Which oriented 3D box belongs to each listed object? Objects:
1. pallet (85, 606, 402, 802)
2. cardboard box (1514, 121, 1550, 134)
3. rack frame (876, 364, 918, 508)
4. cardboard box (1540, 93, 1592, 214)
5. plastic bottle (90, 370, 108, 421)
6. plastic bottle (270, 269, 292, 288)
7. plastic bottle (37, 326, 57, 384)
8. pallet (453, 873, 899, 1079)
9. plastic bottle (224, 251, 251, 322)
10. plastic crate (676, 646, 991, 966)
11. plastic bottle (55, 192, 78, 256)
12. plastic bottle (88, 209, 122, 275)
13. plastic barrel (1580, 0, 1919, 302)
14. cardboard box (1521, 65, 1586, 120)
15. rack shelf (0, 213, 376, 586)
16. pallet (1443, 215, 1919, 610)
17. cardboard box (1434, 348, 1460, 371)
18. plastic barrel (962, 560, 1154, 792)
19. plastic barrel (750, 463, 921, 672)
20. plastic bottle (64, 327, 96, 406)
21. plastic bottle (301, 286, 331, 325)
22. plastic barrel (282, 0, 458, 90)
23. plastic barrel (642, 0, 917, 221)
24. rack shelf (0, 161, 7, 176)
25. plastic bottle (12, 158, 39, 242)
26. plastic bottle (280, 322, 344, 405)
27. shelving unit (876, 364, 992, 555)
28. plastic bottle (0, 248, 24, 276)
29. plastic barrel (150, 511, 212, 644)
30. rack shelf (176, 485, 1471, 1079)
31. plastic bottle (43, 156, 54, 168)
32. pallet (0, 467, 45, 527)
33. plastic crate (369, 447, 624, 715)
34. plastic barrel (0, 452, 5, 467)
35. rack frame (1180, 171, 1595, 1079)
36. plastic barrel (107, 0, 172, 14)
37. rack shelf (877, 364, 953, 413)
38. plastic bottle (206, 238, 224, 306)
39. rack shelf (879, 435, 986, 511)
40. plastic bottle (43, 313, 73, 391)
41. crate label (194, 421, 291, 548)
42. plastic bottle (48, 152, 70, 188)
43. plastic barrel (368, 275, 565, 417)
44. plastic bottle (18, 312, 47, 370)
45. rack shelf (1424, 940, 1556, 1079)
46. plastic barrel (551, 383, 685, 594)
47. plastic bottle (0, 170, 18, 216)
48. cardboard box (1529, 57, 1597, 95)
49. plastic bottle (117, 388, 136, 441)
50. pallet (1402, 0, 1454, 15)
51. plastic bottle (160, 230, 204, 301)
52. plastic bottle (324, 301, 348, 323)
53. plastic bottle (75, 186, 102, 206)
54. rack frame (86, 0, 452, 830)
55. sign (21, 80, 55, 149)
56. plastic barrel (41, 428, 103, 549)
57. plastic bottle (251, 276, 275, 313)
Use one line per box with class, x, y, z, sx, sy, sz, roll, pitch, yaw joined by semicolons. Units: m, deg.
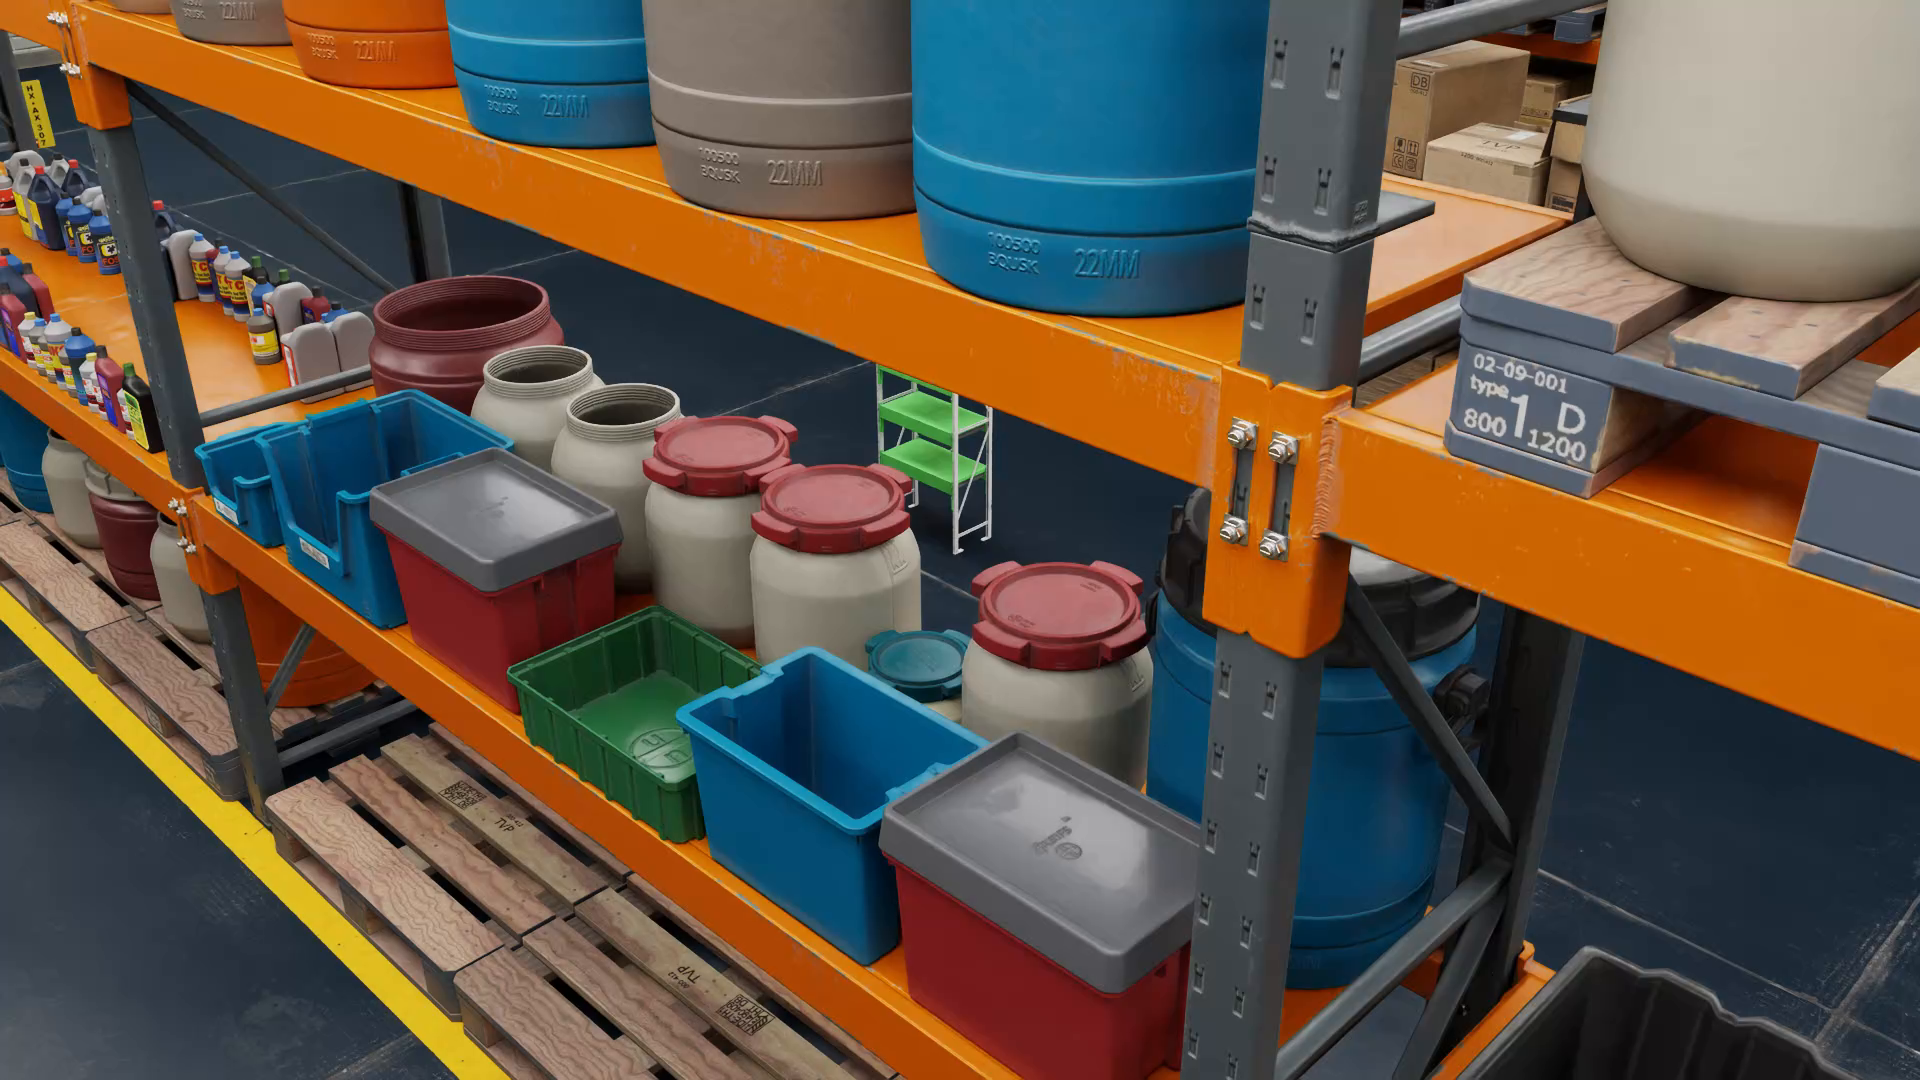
pallet;-2.701;0.493;6.586;1.213;0.211;1.003;25;36;38
cardboard box;2.742;-1.814;7.670;0.258;0.266;0.396;23;36;37
rack frame;-0.292;-0.665;7.725;0.015;1.200;0.240;25;36;38
cardboard box;2.915;-1.603;7.014;0.797;0.503;0.637;-21;34;-34
plastic bottle;-2.931;-0.520;5.729;0.097;0.201;0.097;0;28;0
plastic bottle;-2.585;-0.905;6.373;0.133;0.283;0.061;25;36;38
plastic bottle;-3.278;-0.679;6.031;0.097;0.201;0.097;0;28;0
pallet;-0.718;1.400;4.861;1.213;0.211;1.003;25;36;38
plastic bottle;-2.844;-1.006;6.579;0.097;0.271;0.097;0;28;0
plastic crate;-0.262;0.557;3.484;0.575;0.384;0.392;25;36;38
plastic bottle;-3.908;-1.394;7.316;0.097;0.271;0.097;0;28;0
plastic bottle;-3.646;-1.274;7.089;0.097;0.271;0.097;0;28;0
plastic barrel;0.912;-0.550;1.779;0.421;0.512;0.421;0;28;0
cardboard box;4.241;-3.303;12.237;0.500;0.250;0.500;24;36;37
rack shelf;-3.535;-0.832;6.883;4.000;0.370;1.077;25;36;38
pallet;1.326;-0.234;1.952;1.003;0.211;1.213;25;36;38
cardboard box;2.669;-0.659;7.993;0.700;0.500;0.500;-22;35;-35
plastic barrel;0.215;0.362;3.693;0.433;0.535;0.433;0;28;0
plastic barrel;-0.308;0.122;4.148;0.433;0.535;0.433;0;28;0
plastic bottle;-3.070;-0.614;5.833;0.097;0.271;0.097;0;28;0
plastic bottle;-2.393;-0.817;6.207;0.133;0.283;0.061;25;36;38
plastic barrel;-1.209;-1.463;3.624;0.708;0.830;0.600;25;36;38
plastic barrel;-0.238;-1.050;2.762;0.600;0.901;0.600;0;28;0
rack shelf;-6.388;-2.138;9.365;4.000;0.370;1.077;25;36;38
plastic bottle;-4.178;-1.542;7.513;0.185;0.351;0.144;25;36;38
plastic bottle;-2.298;-0.641;5.880;0.135;0.276;0.152;25;36;38
shelving unit;-0.118;-0.585;7.573;0.503;1.200;0.258;25;36;38
plastic bottle;-3.769;-1.029;6.621;0.097;0.271;0.097;0;28;0
plastic barrel;-2.935;0.109;6.543;0.421;0.512;0.421;0;28;0
rack shelf;-0.683;0.473;4.401;4.000;0.370;1.077;25;36;38
plastic bottle;-4.257;-1.670;7.828;0.133;0.283;0.061;25;36;38
pallet;-4.440;-0.304;8.100;1.213;0.211;1.003;25;36;38
plastic crate;-1.171;0.102;4.264;0.583;0.464;0.402;25;36;38
plastic barrel;-4.585;-0.877;7.999;0.708;0.901;0.600;25;36;38
rack frame;0.743;0.807;2.992;0.127;3.000;1.000;25;36;38
plastic barrel;-2.102;-1.672;4.364;0.421;0.512;0.421;0;28;0
rack shelf;-0.118;-0.741;7.492;0.480;0.148;0.258;25;36;38
plastic bottle;-2.983;-1.087;6.720;0.133;0.283;0.061;25;36;38
rack shelf;-0.118;-0.316;7.715;0.480;0.148;0.258;25;36;38
plastic bottle;-3.208;-0.678;5.954;0.097;0.271;0.097;0;28;0
crate label;-2.072;-0.162;5.015;0.416;0.233;0.303;25;36;38
plastic bottle;-4.077;-1.590;7.604;0.185;0.351;0.144;25;36;38
plastic barrel;-1.566;-0.508;5.346;0.708;0.536;0.600;25;36;38
plastic bottle;-3.417;-0.742;6.152;0.097;0.201;0.097;0;28;0
rack shelf;2.169;1.778;1.919;4.000;0.370;1.077;25;36;38
plastic barrel;-0.925;-0.145;4.684;0.421;0.512;0.421;0;28;0
plastic bottle;-4.528;-1.647;7.872;0.097;0.201;0.097;0;28;0
cardboard box;4.591;-3.472;12.558;0.500;0.250;0.500;23;35;36
plastic bottle;-2.766;-0.444;5.586;0.097;0.201;0.097;0;28;0
pallet;3.473;-4.302;12.915;1.213;0.211;1.003;25;36;38
plastic bottle;-3.180;-1.144;6.836;0.135;0.276;0.152;25;36;38
plastic bottle;-2.255;-0.737;6.066;0.097;0.271;0.097;0;28;0
plastic bottle;-3.834;-1.443;7.405;0.135;0.276;0.152;25;36;38
rack frame;-2.109;-0.498;5.474;0.127;3.000;1.000;25;36;38
sign;-4.574;-2.108;8.238;0.005;0.325;0.100;25;36;38
plastic barrel;-3.741;-0.260;7.243;0.421;0.512;0.421;0;28;0
plastic bottle;-2.627;-0.867;6.315;0.097;0.271;0.097;0;28;0
